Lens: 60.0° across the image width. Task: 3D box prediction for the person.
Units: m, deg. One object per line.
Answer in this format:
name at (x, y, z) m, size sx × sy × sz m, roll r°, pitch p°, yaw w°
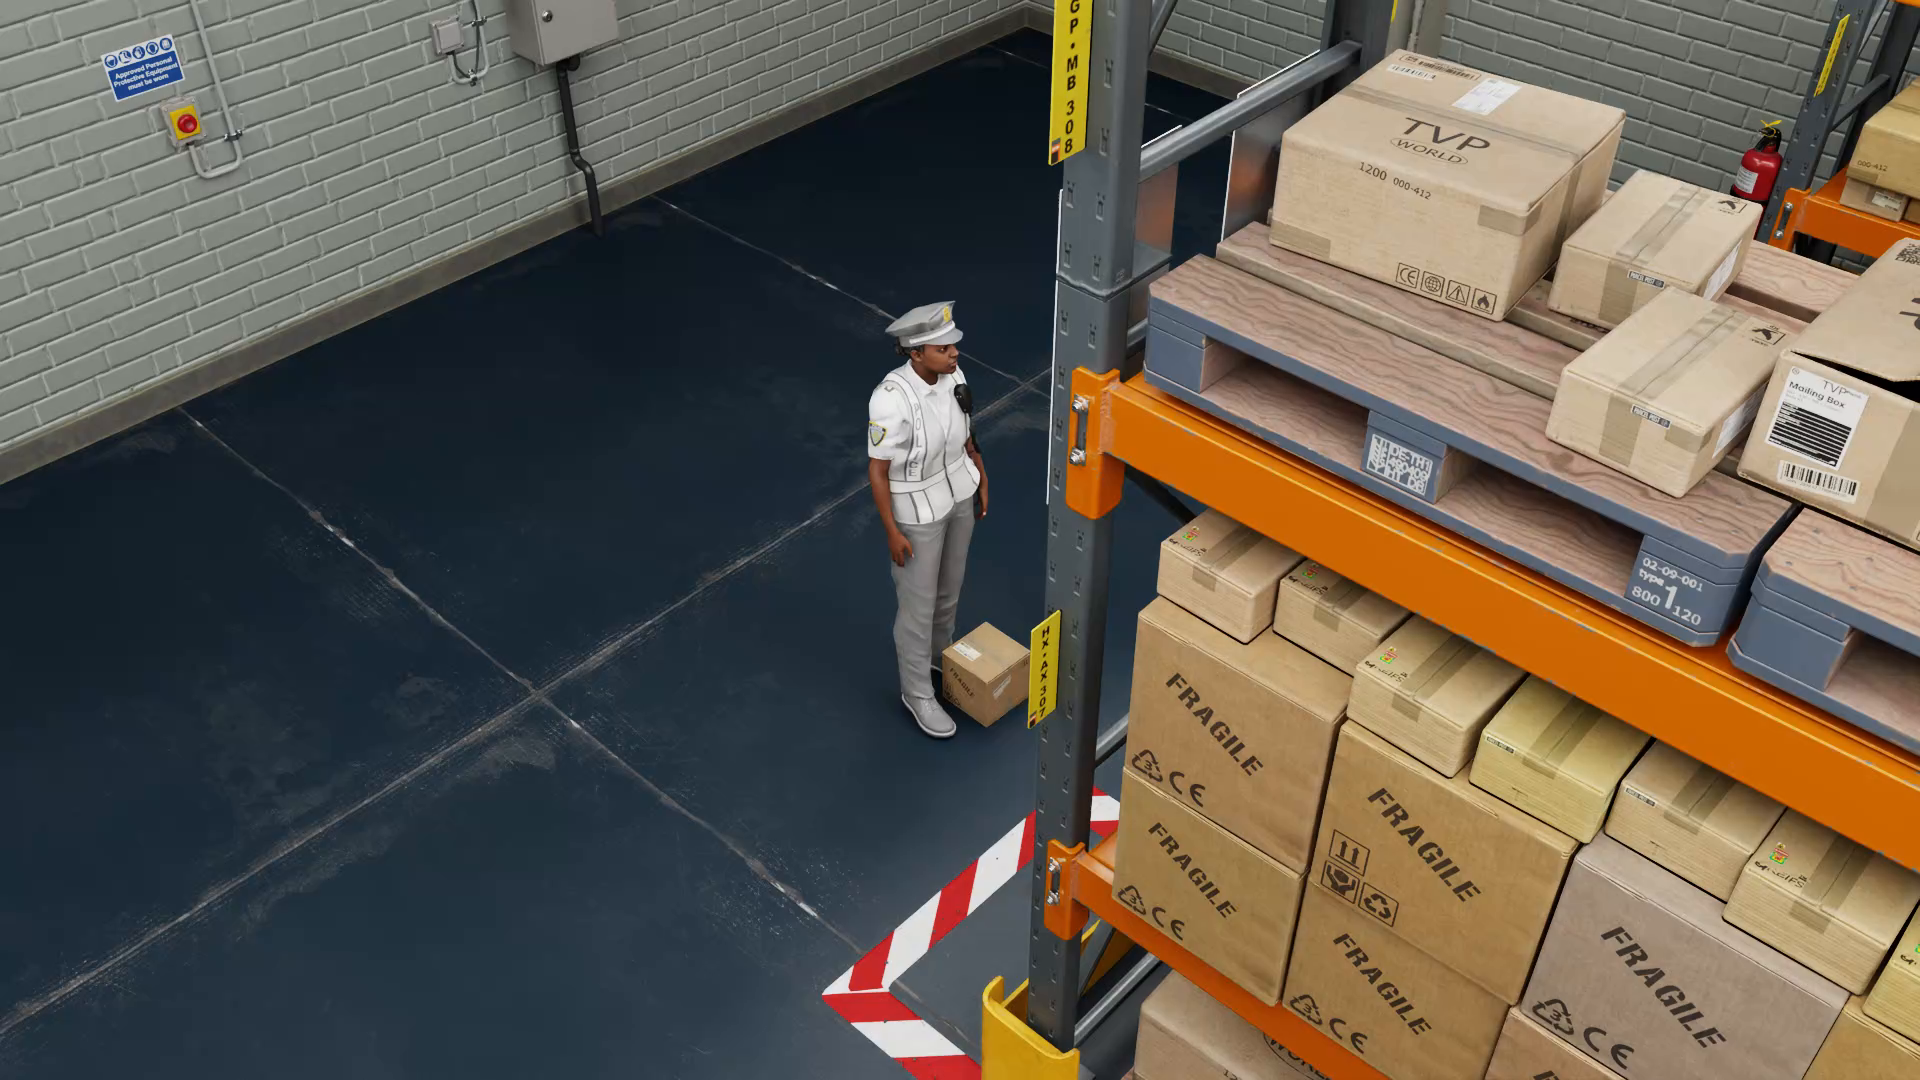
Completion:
person at (-0.070, -0.100, 6.236) m, size 0.529 × 1.695 × 0.570 m, roll 30°, pitch 48°, yaw 31°
